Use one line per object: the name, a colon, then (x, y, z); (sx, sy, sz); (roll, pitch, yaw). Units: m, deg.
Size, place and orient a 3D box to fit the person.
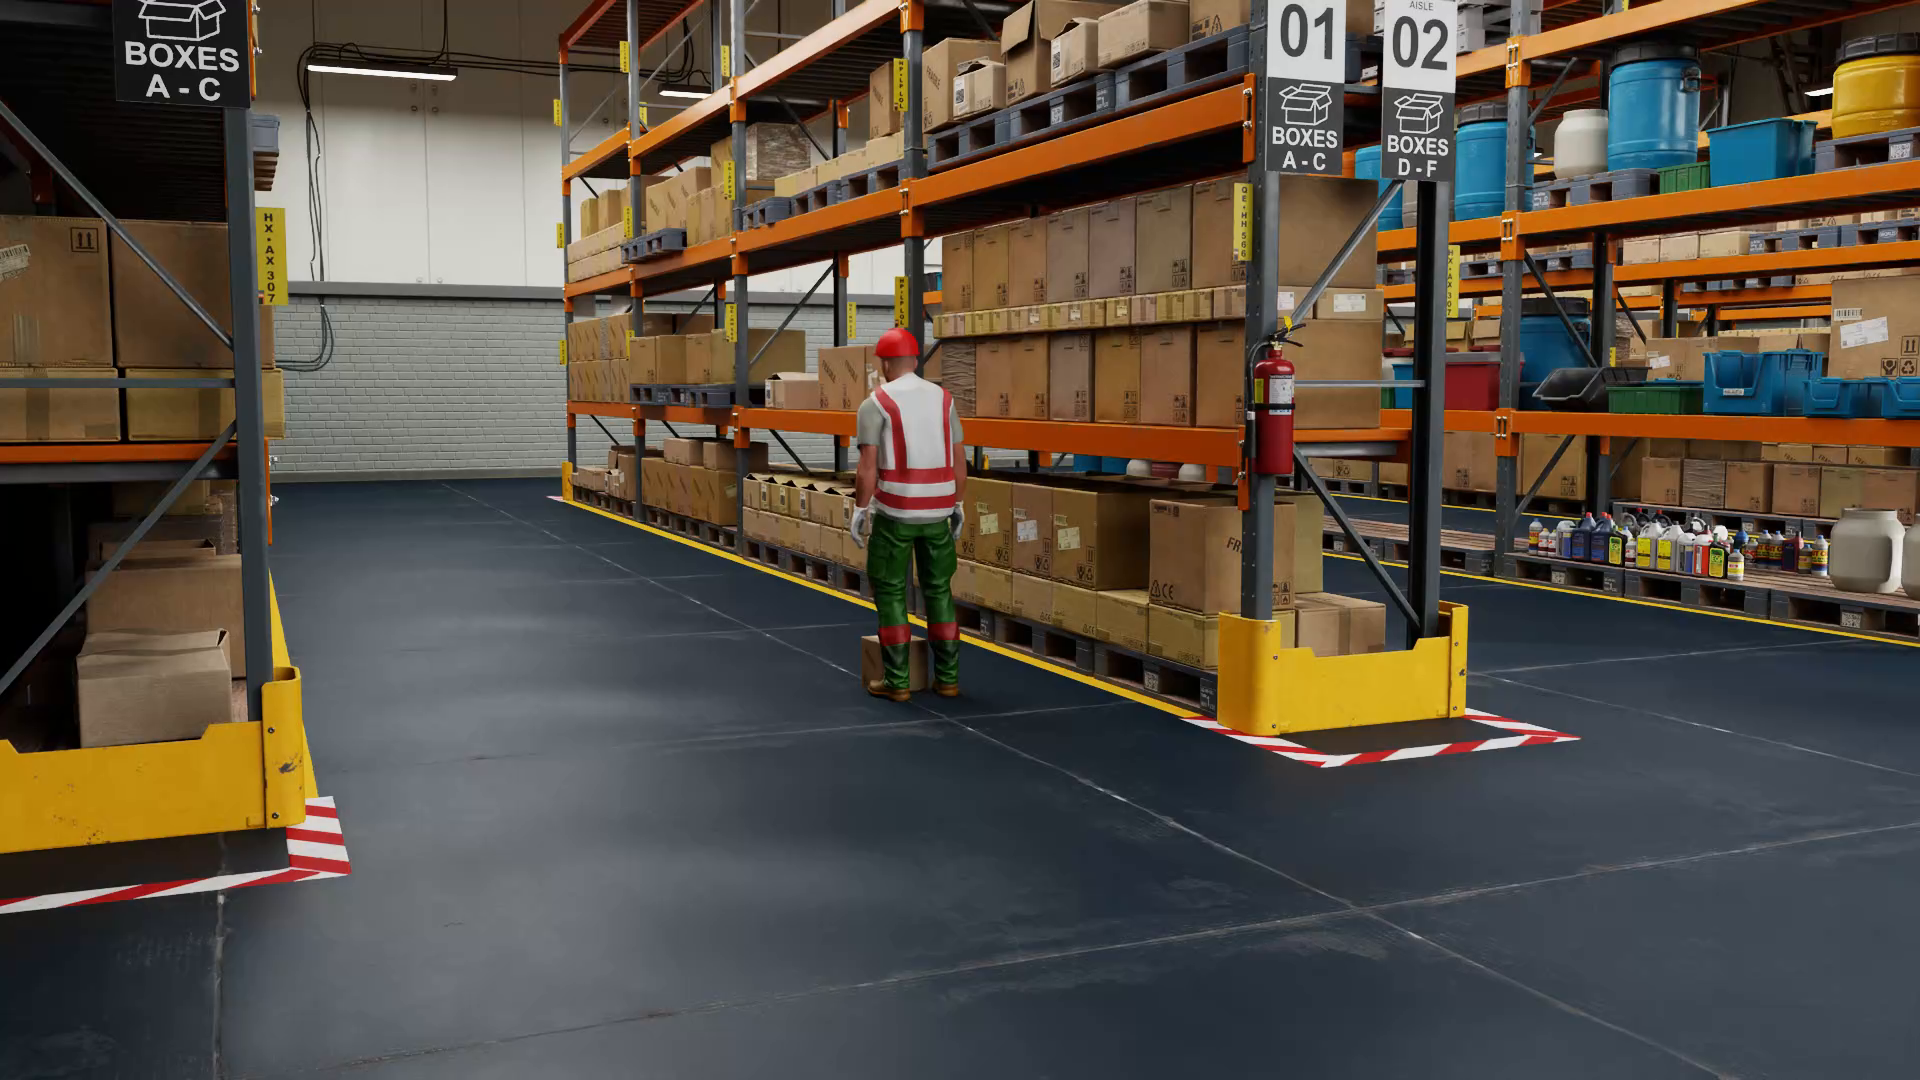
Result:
person: (-0.248, -0.128, 7.997); (0.616, 1.778, 0.453); (-3, 6, -27)
